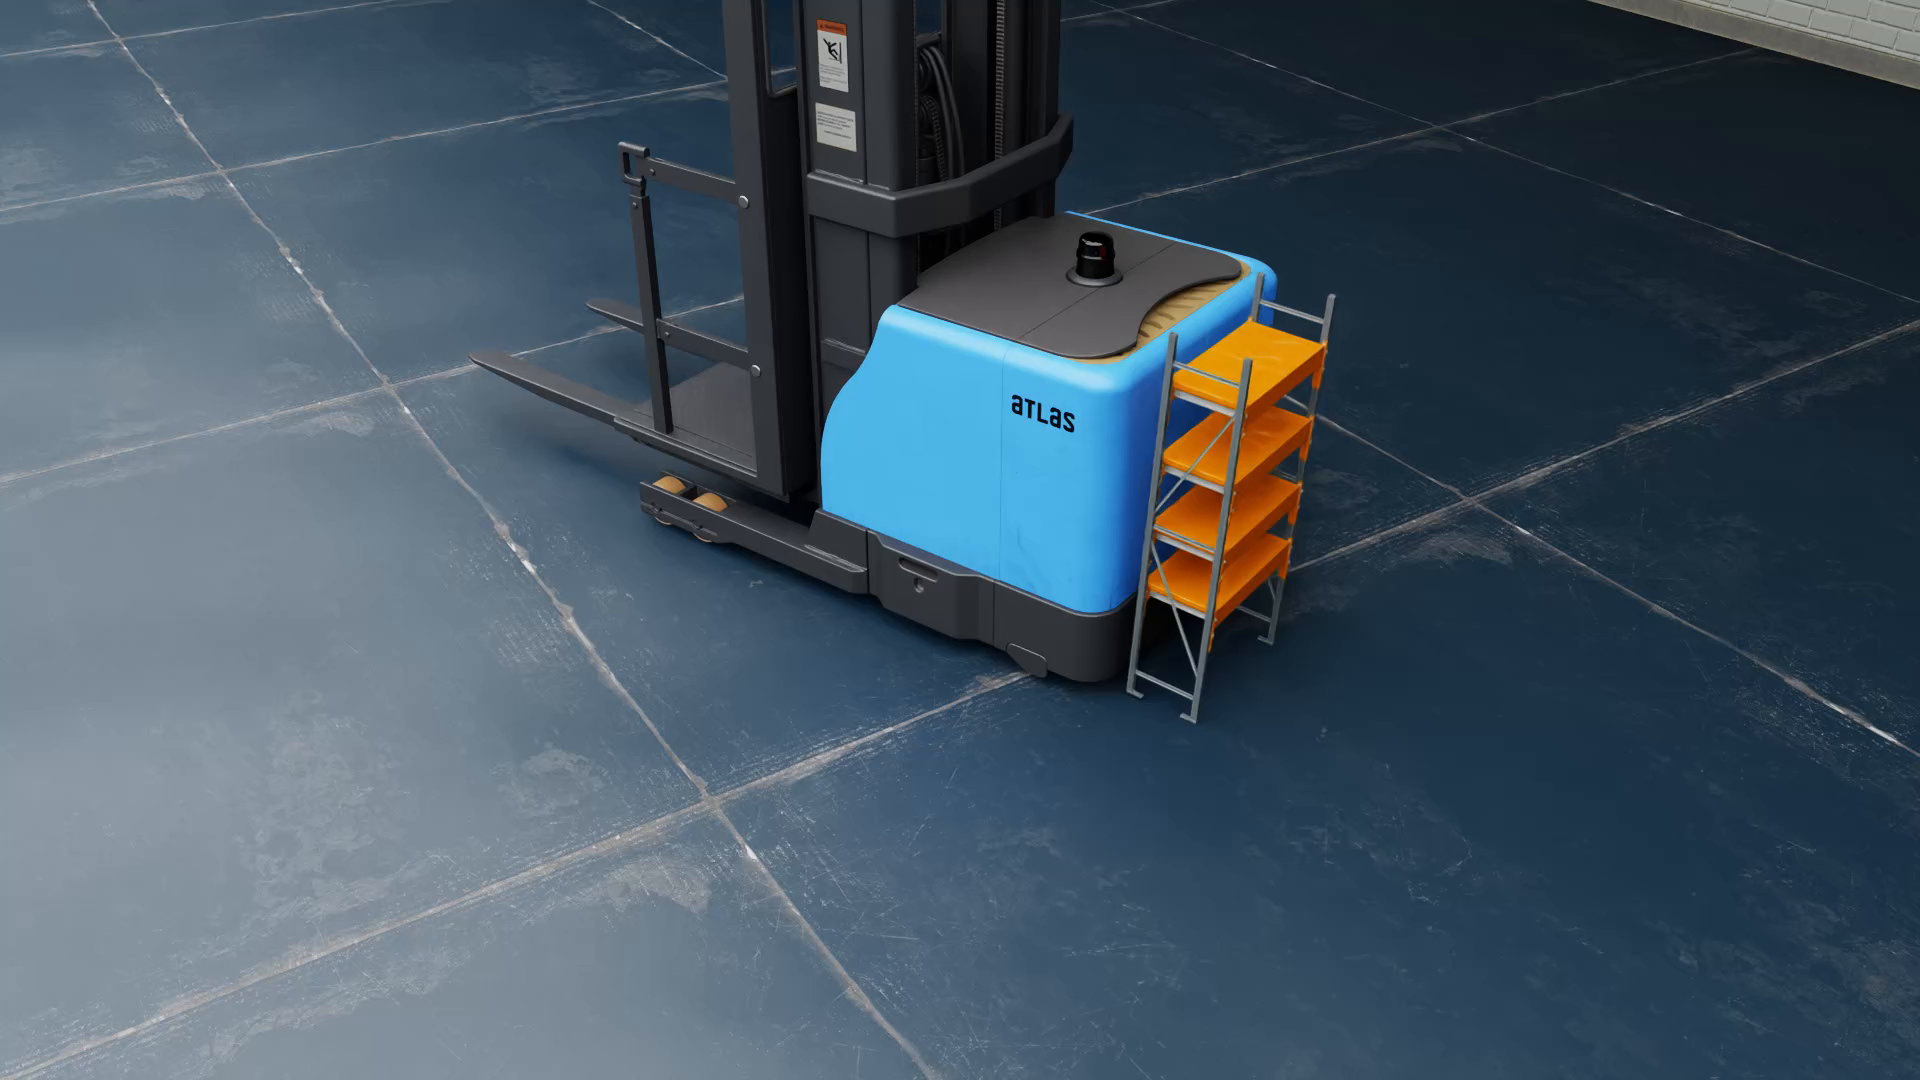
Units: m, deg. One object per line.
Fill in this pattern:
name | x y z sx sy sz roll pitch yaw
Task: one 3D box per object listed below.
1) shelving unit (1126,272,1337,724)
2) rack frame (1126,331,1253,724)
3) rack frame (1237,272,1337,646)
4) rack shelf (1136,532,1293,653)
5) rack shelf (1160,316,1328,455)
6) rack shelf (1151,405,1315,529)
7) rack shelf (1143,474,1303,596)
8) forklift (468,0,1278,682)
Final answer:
shelving unit | 0.767 -0.107 4.783 0.258 1.200 0.503 24 39 28
rack frame | 0.623 -0.002 4.617 0.240 1.200 0.015 24 39 28
rack frame | 0.912 -0.212 4.950 0.240 1.200 0.015 24 39 28
rack shelf | 0.757 0.114 4.931 0.258 0.148 0.480 24 39 28
rack shelf | 0.782 -0.433 4.564 0.258 0.148 0.480 24 39 28
rack shelf | 0.773 -0.236 4.696 0.258 0.148 0.480 24 39 28
rack shelf | 0.765 -0.051 4.821 0.258 0.148 0.480 24 39 28
forklift | -0.501 -1.436 5.280 3.031 2.935 1.130 21 38 30
